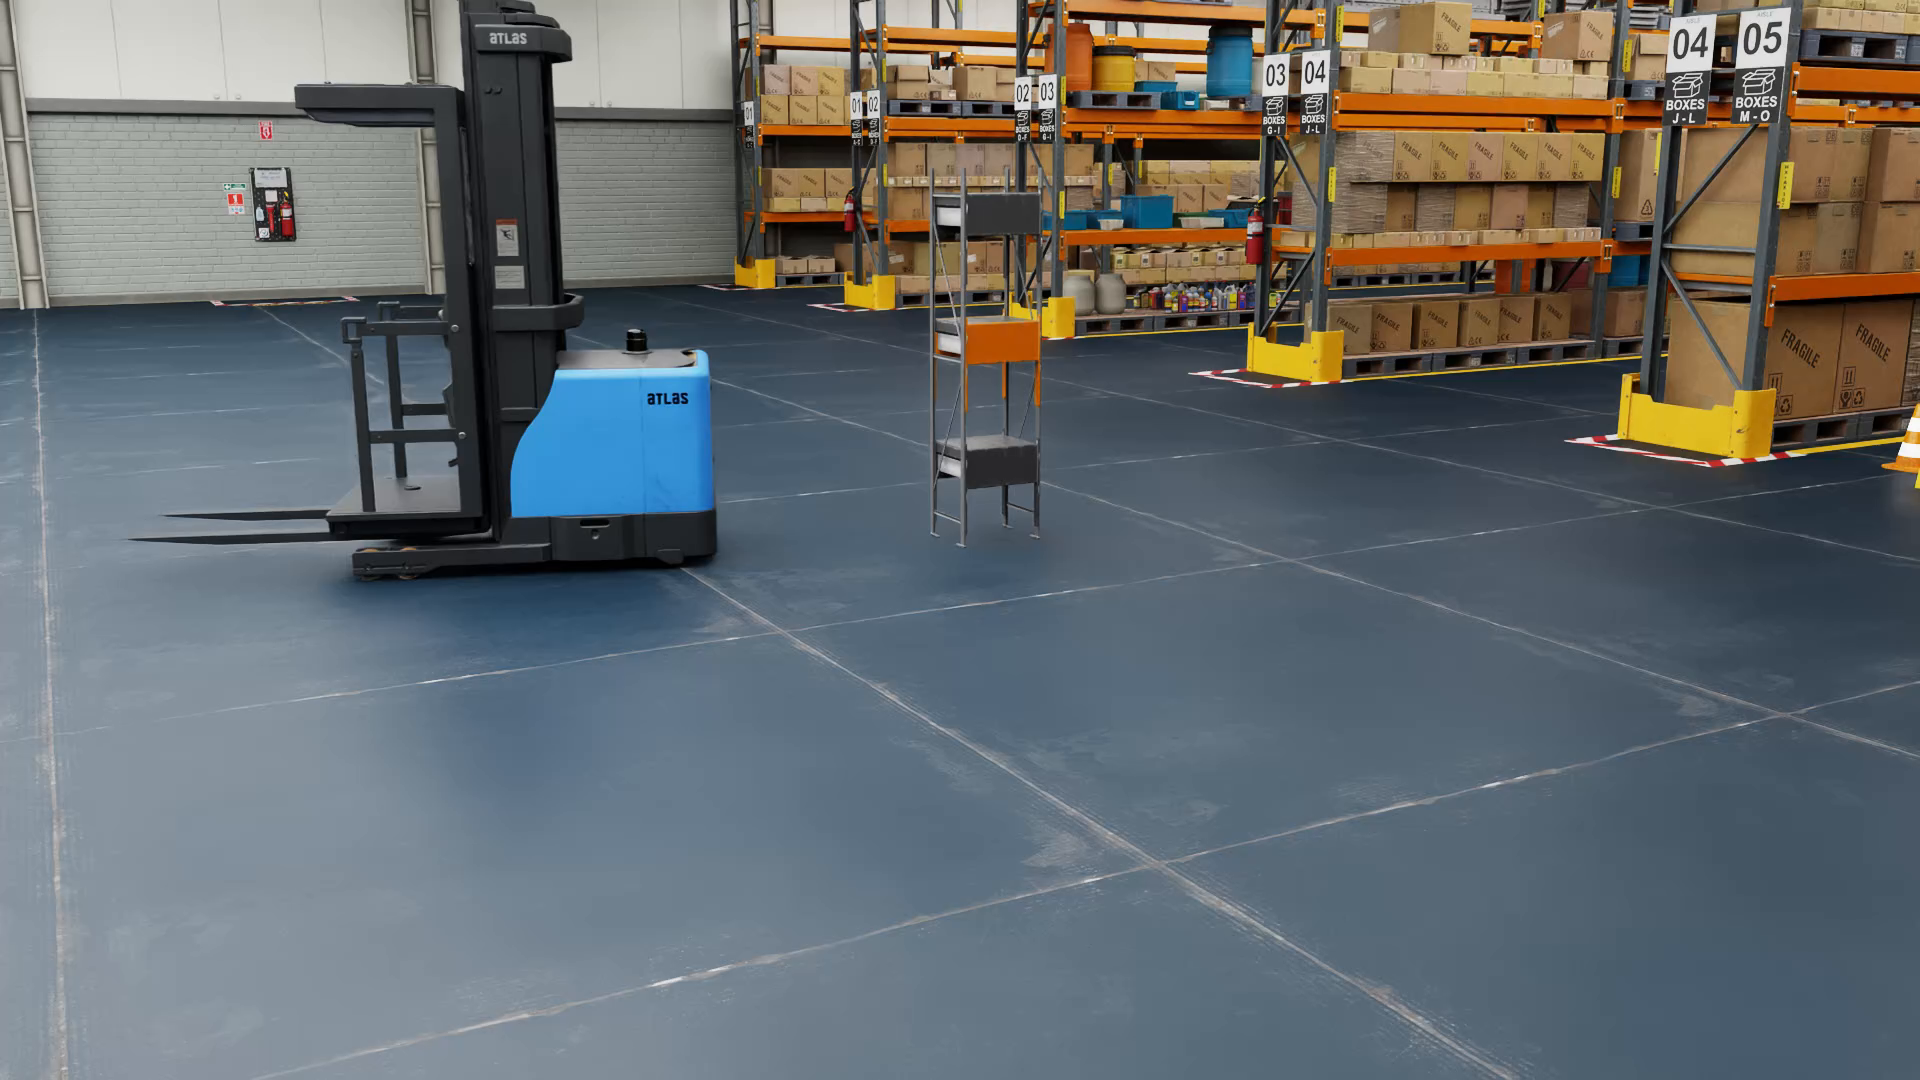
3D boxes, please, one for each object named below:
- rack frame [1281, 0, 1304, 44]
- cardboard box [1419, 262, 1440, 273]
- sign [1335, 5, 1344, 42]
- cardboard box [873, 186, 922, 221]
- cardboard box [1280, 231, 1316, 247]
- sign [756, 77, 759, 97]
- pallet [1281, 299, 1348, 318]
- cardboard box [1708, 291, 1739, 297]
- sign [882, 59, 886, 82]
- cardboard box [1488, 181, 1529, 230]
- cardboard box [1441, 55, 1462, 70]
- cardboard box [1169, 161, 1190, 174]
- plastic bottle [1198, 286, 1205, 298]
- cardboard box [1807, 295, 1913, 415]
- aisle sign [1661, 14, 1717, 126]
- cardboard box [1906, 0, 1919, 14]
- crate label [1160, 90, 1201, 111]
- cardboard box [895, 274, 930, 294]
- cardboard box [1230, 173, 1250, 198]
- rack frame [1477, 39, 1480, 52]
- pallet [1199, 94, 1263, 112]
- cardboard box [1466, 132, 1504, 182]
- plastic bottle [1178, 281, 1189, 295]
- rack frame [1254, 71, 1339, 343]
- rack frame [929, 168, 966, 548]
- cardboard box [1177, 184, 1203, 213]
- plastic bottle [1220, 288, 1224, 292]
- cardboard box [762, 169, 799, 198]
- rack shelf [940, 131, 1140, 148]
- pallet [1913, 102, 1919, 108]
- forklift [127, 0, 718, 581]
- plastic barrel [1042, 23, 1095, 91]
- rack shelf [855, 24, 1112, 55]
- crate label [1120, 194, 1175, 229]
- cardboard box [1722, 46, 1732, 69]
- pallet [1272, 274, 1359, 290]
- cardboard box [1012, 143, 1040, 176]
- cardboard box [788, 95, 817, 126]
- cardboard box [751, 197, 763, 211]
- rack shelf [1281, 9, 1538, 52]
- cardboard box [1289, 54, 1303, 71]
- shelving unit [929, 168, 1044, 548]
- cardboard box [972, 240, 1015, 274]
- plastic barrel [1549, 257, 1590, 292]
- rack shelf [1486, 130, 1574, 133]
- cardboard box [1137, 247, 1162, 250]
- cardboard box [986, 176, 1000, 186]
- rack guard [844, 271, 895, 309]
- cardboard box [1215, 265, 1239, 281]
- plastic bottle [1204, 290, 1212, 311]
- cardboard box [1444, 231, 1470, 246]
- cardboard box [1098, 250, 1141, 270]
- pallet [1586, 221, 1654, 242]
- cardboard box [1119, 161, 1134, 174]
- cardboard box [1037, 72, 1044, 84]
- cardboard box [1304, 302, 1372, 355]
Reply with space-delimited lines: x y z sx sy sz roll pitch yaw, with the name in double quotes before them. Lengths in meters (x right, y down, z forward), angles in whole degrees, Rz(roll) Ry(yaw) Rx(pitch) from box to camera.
"rack frame" 6.784 -10.209 34.479 0.127 3.000 1.000 -7 14 -28
"cardboard box" 8.427 -5.166 30.424 0.500 0.500 0.500 -7 14 -28
"sign" 3.631 -4.942 15.913 0.005 0.325 0.100 -7 14 -28
"cardboard box" -0.956 -5.161 25.484 0.500 0.500 0.700 -7 14 -28
"cardboard box" 3.522 -3.104 17.141 0.250 0.149 0.380 -7 14 -28
"sign" -3.489 -7.806 28.638 0.005 0.325 0.100 -7 14 -28
"pallet" 5.180 -3.262 23.621 1.213 0.211 1.003 -7 14 -28
"cardboard box" 8.840 -2.797 19.898 0.500 0.500 0.700 -6 14 -23
"sign" -1.111 -6.887 24.376 0.005 0.325 0.100 -7 14 -28
"cardboard box" 5.611 -3.618 17.948 0.500 0.500 0.875 -7 14 -28
"cardboard box" 4.882 -4.856 16.956 0.250 0.149 0.380 -8 15 -30
"cardboard box" 4.266 -7.486 33.383 0.500 0.250 0.500 -7 14 -29
"plastic bottle" 3.325 -3.368 22.955 0.097 0.271 0.097 0 13 0
"cardboard box" 6.994 -1.535 13.483 0.875 0.875 0.875 -7 15 -29
"aisle sign" 5.453 -3.509 12.447 0.004 0.787 0.394 -7 14 -28
"cardboard box" 7.093 -4.087 12.587 0.500 0.250 0.500 -7 14 -28
"crate label" 2.799 -5.635 21.324 0.408 0.251 0.502 -7 14 -28
"cardboard box" -0.795 -3.943 25.604 0.500 0.250 0.500 -7 14 -28
"cardboard box" 5.611 -7.282 34.186 0.500 0.500 0.500 -7 14 -28
"rack frame" 9.161 -9.255 30.239 0.127 3.000 1.000 -7 14 -28
"pallet" 3.923 -5.808 22.185 1.003 0.211 1.213 -7 14 -28
"cardboard box" 5.301 -4.001 17.375 0.500 0.500 0.500 -7 14 -28
"plastic bottle" 3.063 -3.385 22.848 0.185 0.351 0.144 -7 14 -28
"rack frame" 3.371 -3.157 16.803 0.127 3.000 1.000 -7 14 -28
"rack frame" -0.069 -1.016 9.342 0.015 2.100 0.400 -7 14 -28
"cardboard box" 3.723 -5.721 27.972 0.500 0.500 0.500 -7 14 -28
"plastic bottle" 3.558 -3.261 22.452 0.133 0.283 0.061 -7 14 -28
"cardboard box" -3.186 -6.315 29.426 0.500 0.500 0.500 -7 14 -28
"rack shelf" 1.518 -7.764 32.082 4.000 0.370 1.077 -7 14 -28
"pallet" 11.913 -5.566 21.106 1.213 0.211 1.003 -6 14 -25
"forklift" -2.878 -1.342 8.898 3.031 2.935 1.130 -2 13 -9
"plastic barrel" 1.364 -6.064 20.958 0.708 0.830 0.600 -7 14 -28
"rack shelf" 0.383 -7.657 25.687 4.000 0.370 1.077 -7 14 -28
"crate label" 2.484 -4.374 22.133 0.616 0.435 0.502 -7 14 -28
"cardboard box" 9.207 -5.551 19.243 0.500 0.500 0.500 -7 14 -27
"pallet" 6.323 -4.618 29.650 1.213 0.211 1.003 -7 14 -28
"cardboard box" 0.870 -6.015 26.321 0.500 0.500 0.700 -7 14 -28
"cardboard box" -2.847 -7.579 29.348 0.500 0.500 0.500 -6 14 -24
"cardboard box" -3.431 -6.043 29.927 0.500 0.250 0.500 -7 14 -27
"rack shelf" 6.264 -7.123 23.313 4.000 0.370 1.077 -7 14 -28
"cardboard box" 3.465 -4.831 16.844 0.250 0.149 0.380 -7 14 -28
"shelving unit" 0.145 -1.042 9.456 0.503 2.100 0.431 -7 14 -28
"cardboard box" 0.523 -4.466 26.220 0.500 0.500 0.500 -7 14 -28
"plastic barrel" 9.432 -4.155 25.774 0.708 0.588 0.600 -7 14 -28
"rack shelf" 10.916 -7.651 31.582 4.000 0.370 1.077 -7 14 -28
"cardboard box" 3.250 -4.830 28.267 0.500 0.311 0.500 -7 14 -28
"cardboard box" 0.425 -5.593 25.923 0.250 0.149 0.380 -7 14 -27
"rack guard" -1.393 -3.844 25.551 0.348 0.500 1.175 -7 14 -28
"cardboard box" 4.411 -4.561 28.352 0.500 0.250 0.500 -6 14 -27
"plastic bottle" 3.305 -3.193 22.178 0.097 0.271 0.097 0 13 0
"cardboard box" 5.099 -3.157 17.378 0.250 0.149 0.380 -7 14 -28
"cardboard box" 2.621 -4.619 27.332 0.500 0.311 0.500 -7 14 -28
"pallet" 7.623 -3.536 18.927 1.213 0.211 1.003 -7 14 -28
"cardboard box" 3.547 -7.529 33.574 0.500 0.250 0.500 -6 14 -26
"cardboard box" 1.570 -7.270 26.746 0.500 0.500 0.500 -6 14 -23
"cardboard box" 3.927 -2.204 17.309 0.500 0.500 0.500 -4 13 -17
